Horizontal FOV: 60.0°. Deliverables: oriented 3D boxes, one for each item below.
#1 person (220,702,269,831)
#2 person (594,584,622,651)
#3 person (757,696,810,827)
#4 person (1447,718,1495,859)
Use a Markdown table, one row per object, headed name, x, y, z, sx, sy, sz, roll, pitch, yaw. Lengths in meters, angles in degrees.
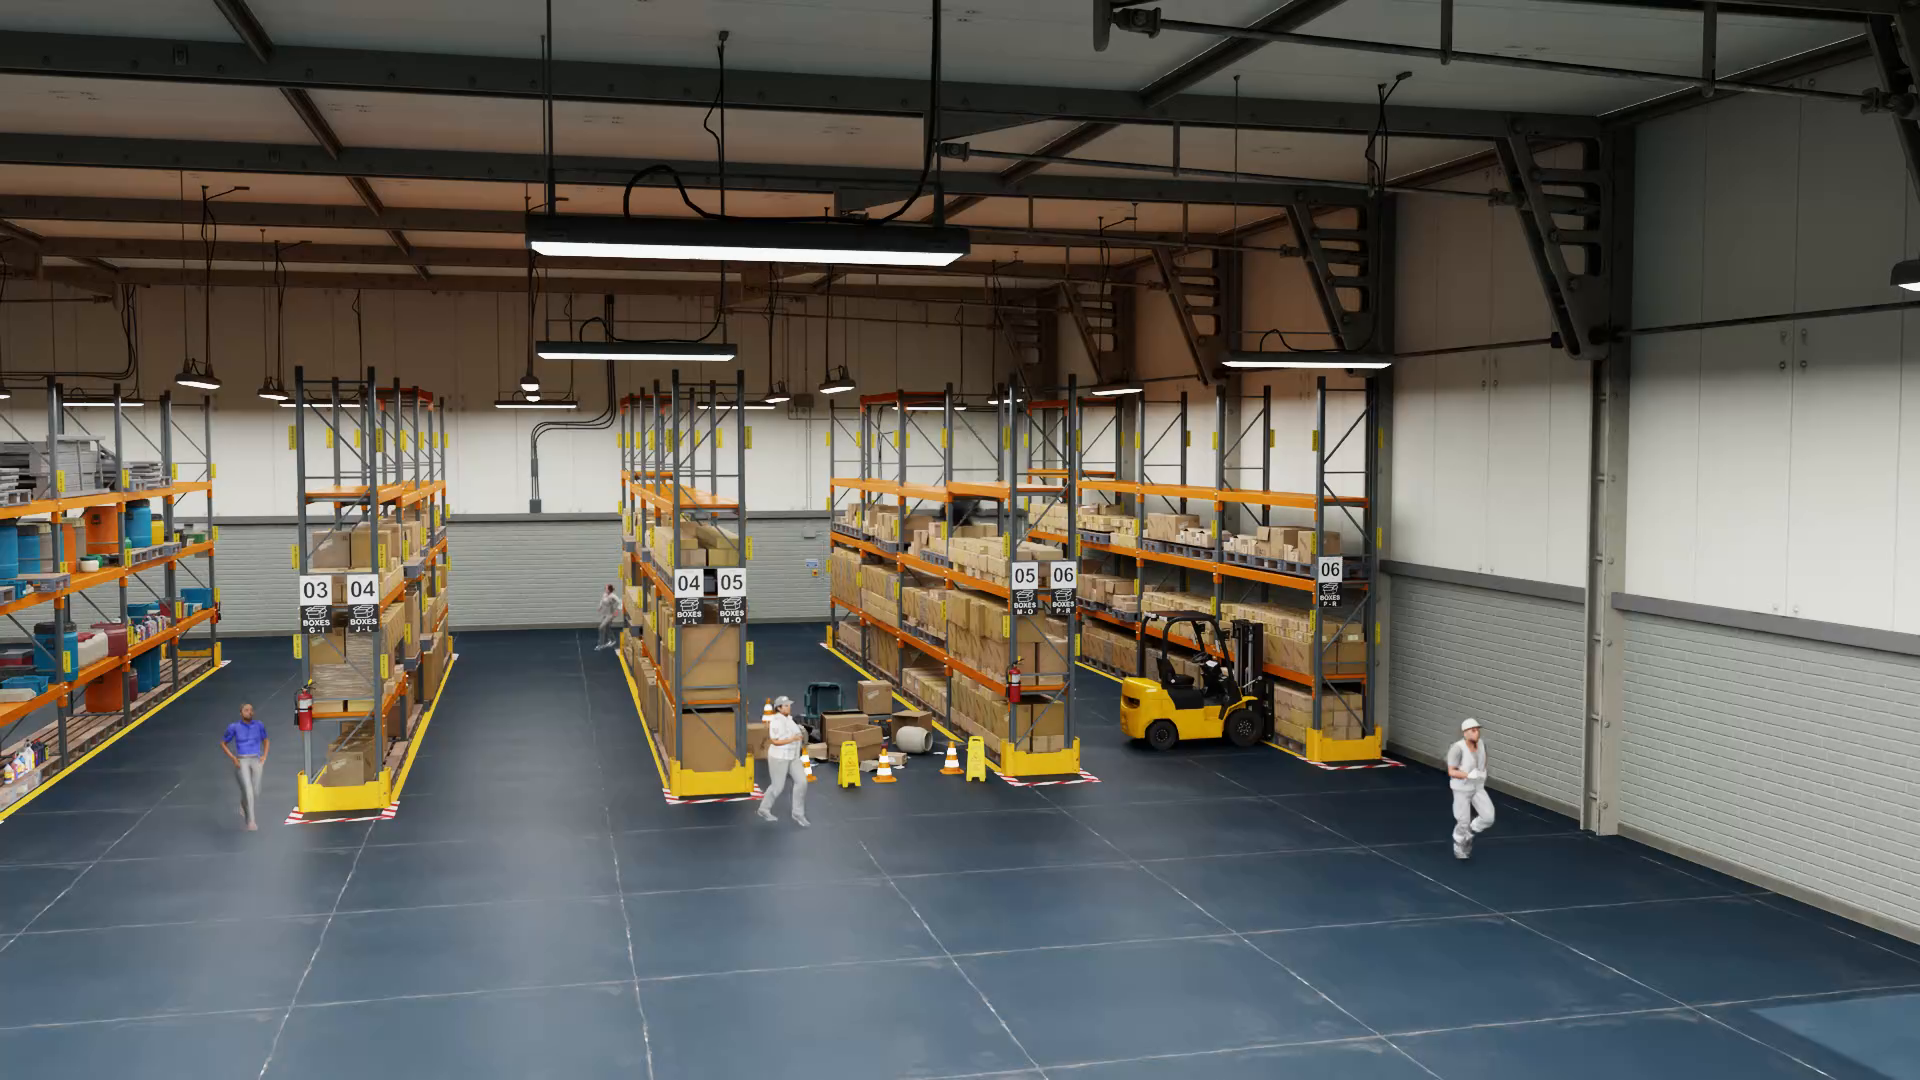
| name | x | y | z | sx | sy | sz | roll | pitch | yaw |
| --- | --- | --- | --- | --- | --- | --- | --- | --- | --- |
| person | -9.276 | 2.916 | 21.594 | 0.592 | 1.643 | 0.717 | -3 | 5 | -43 |
| person | -8.403 | 1.853 | 39.753 | 0.607 | 1.594 | 0.707 | 3 | 5 | 41 |
| person | -2.297 | 2.879 | 21.625 | 0.722 | 1.719 | 0.587 | 2 | 4 | 27 |
| person | 6.032 | 2.949 | 19.574 | 0.704 | 1.724 | 0.726 | -1 | 4 | -20 |
